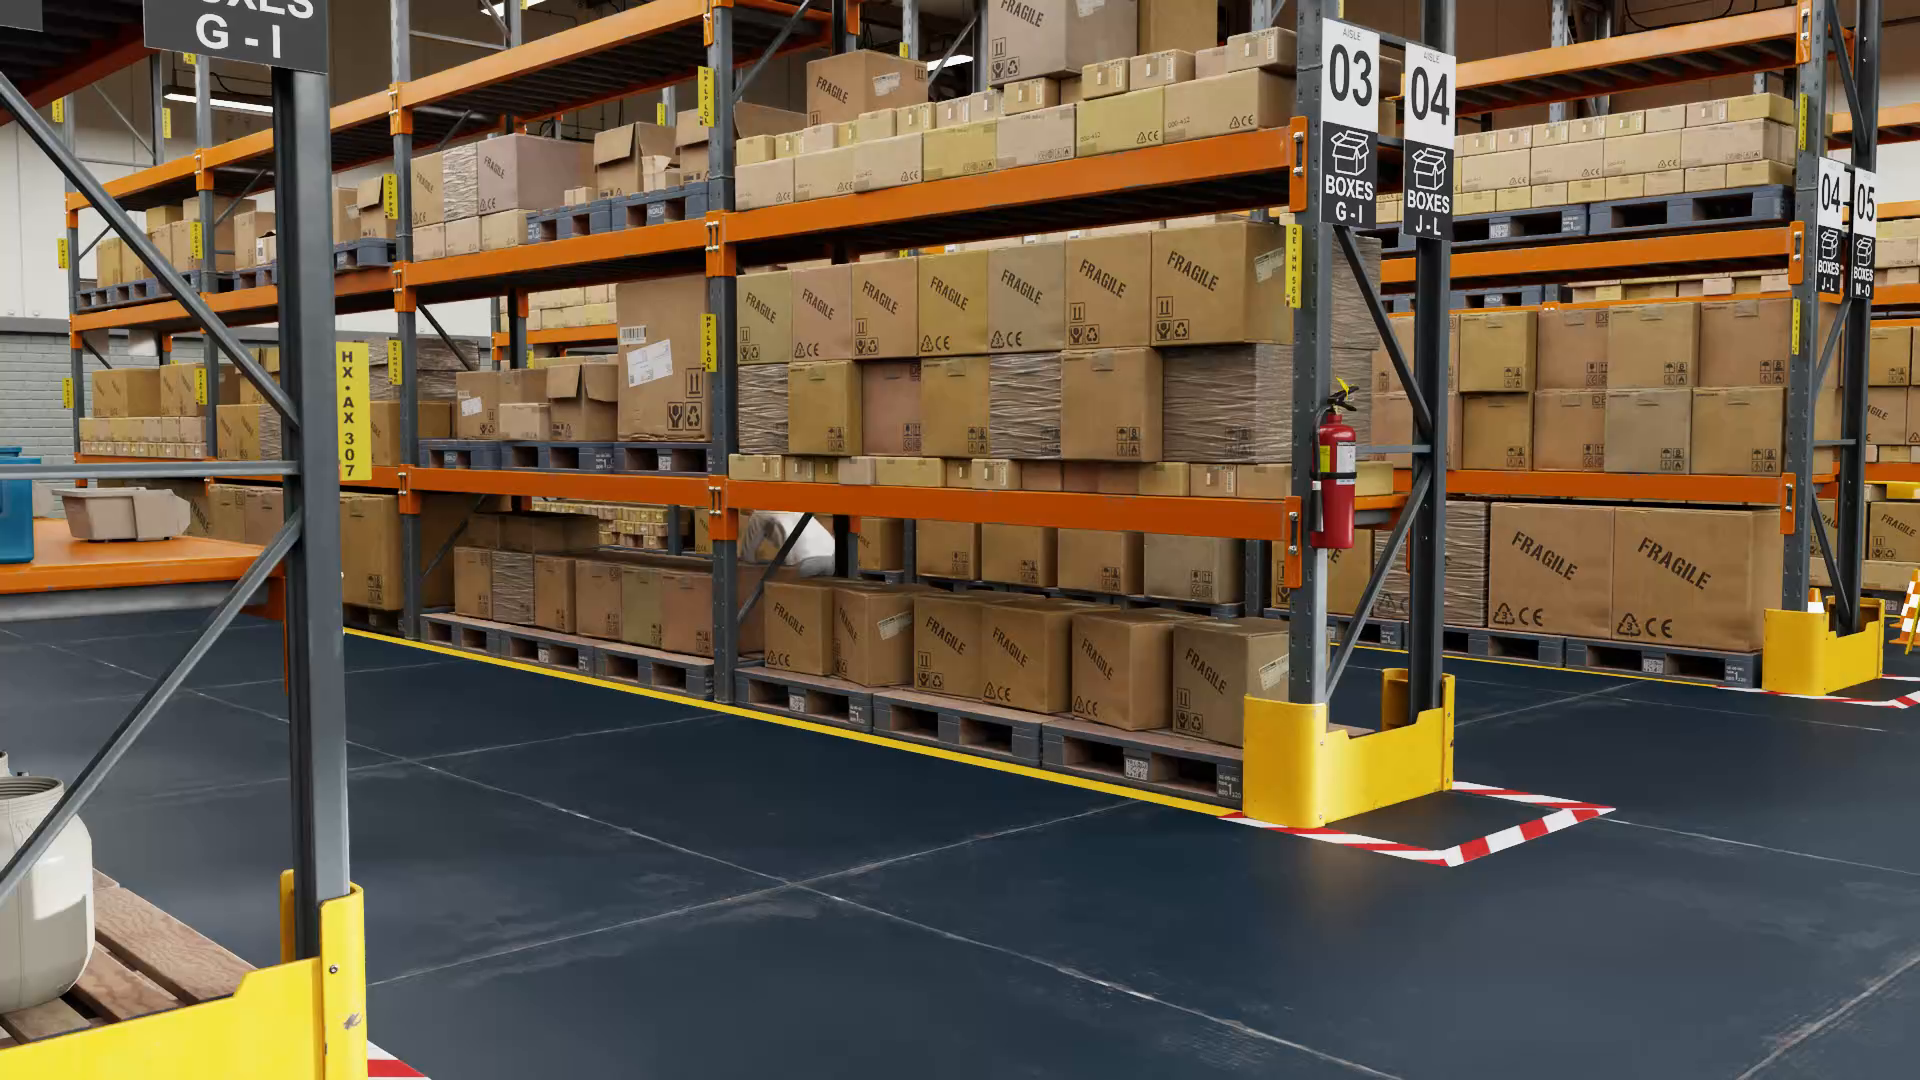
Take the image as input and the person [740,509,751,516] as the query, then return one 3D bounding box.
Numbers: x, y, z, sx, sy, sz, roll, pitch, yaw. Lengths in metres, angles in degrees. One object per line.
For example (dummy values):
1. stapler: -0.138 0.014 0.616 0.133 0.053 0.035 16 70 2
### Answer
1. person: -3.543 -1.964 9.723 7.197 5.811 11.417 -4 5 -44
